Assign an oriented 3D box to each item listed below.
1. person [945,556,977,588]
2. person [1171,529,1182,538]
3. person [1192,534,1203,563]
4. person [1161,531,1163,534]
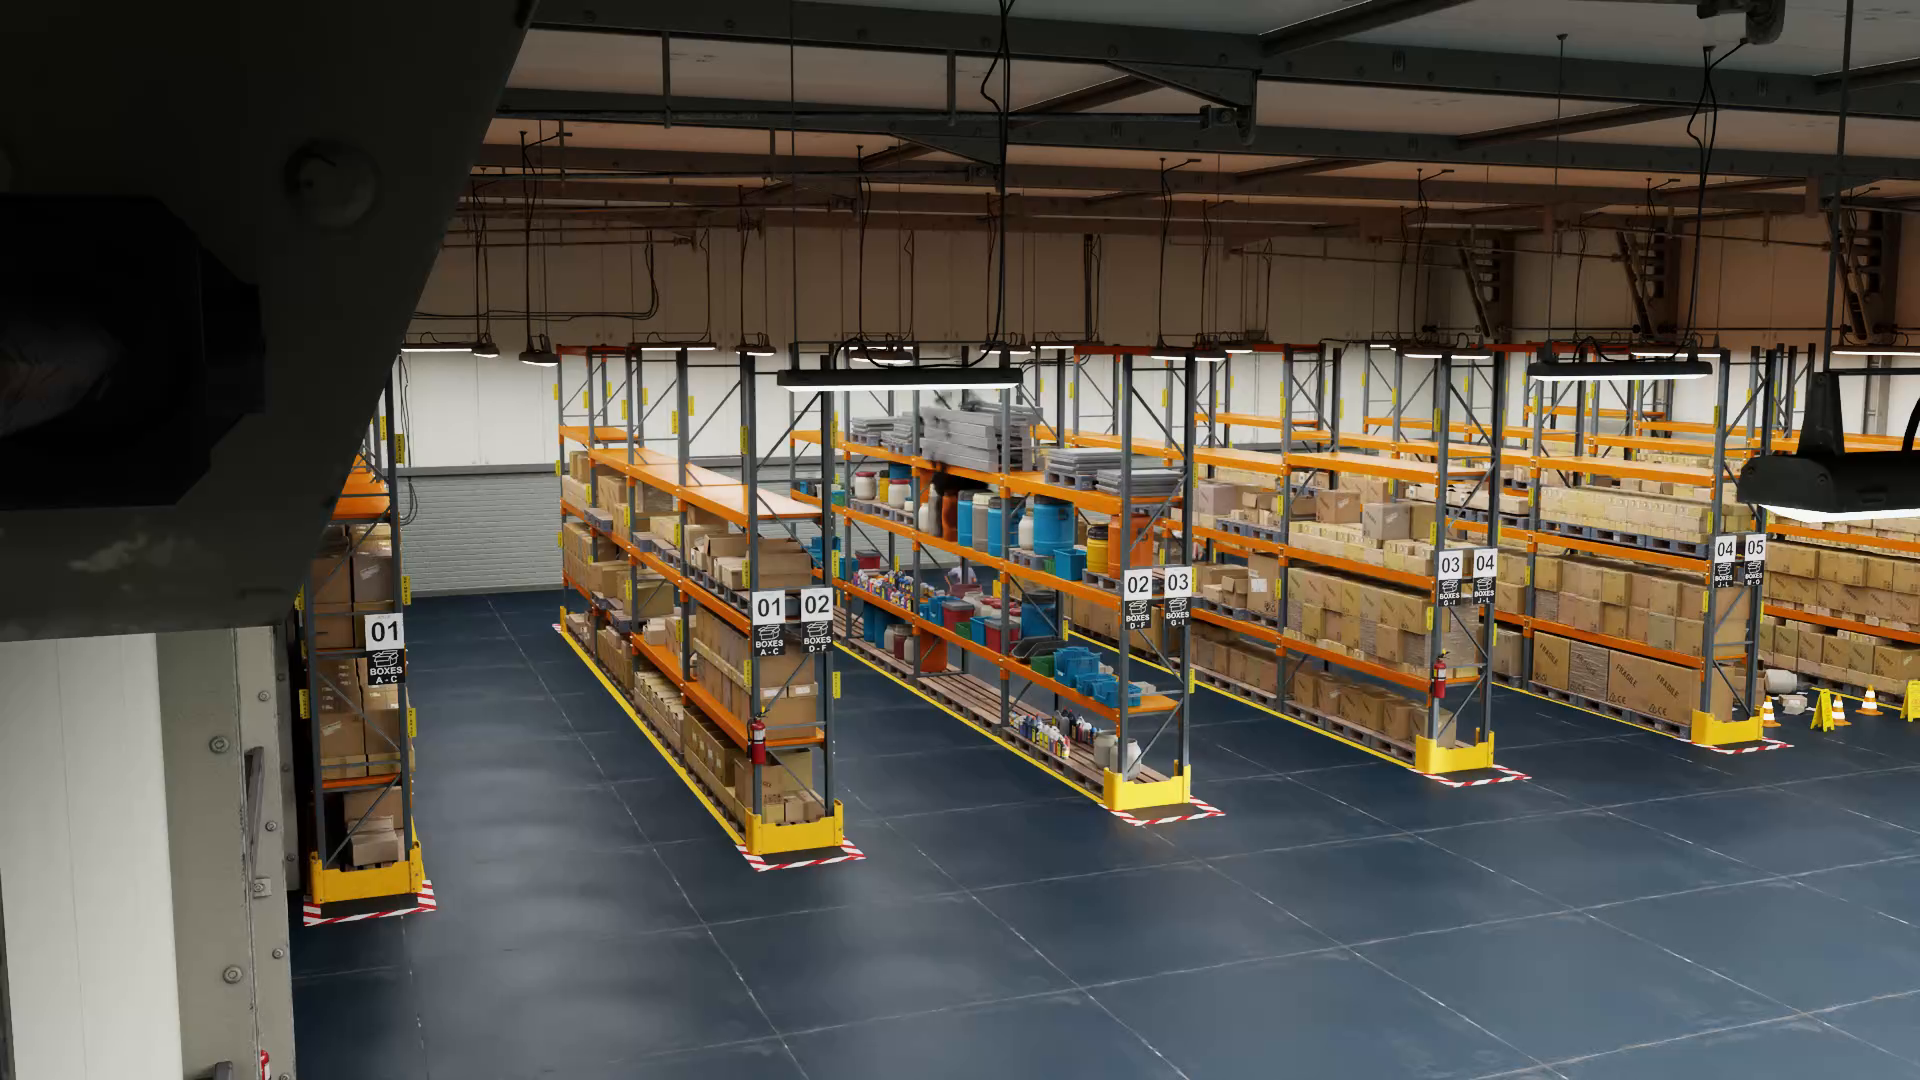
[{"bbox_3d":[0.067,1.184,34.381,0.595,1.576,0.903,-5,9,-35],"label":"person"},{"bbox_3d":[5.172,0.251,41.458,0.502,1.648,0.810,-3,8,-24],"label":"person"},{"bbox_3d":[5.190,0.667,37.674,0.633,1.839,0.777,-2,8,-18],"label":"person"},{"bbox_3d":[4.724,0.603,38.860,0.595,1.676,0.821,-1,7,-11],"label":"person"}]
